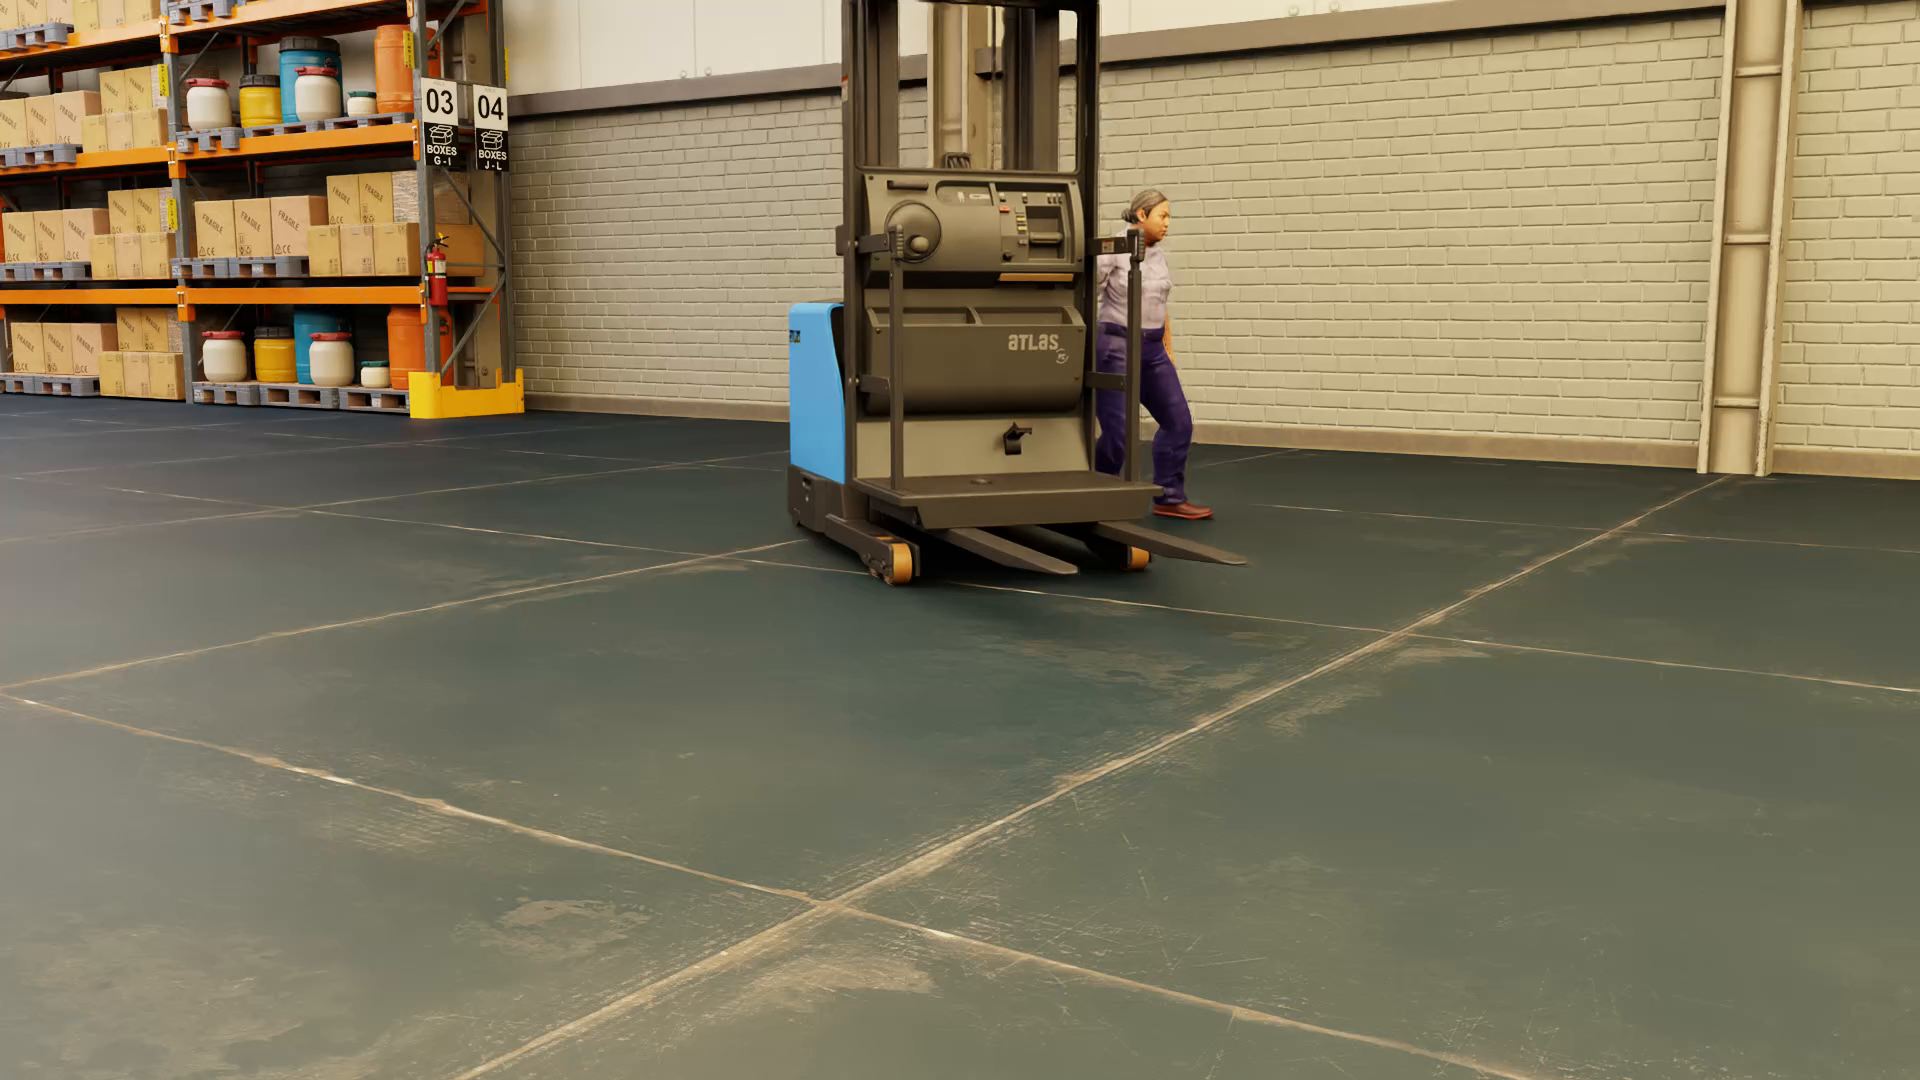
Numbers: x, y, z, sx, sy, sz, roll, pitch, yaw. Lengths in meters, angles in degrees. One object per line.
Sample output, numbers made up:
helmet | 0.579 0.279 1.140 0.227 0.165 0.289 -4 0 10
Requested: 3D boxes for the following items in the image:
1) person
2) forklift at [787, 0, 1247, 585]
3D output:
person | 0.857 -0.884 8.123 0.811 1.623 0.379 -7 11 -40
forklift | 0.138 -1.342 6.628 1.130 2.935 3.031 -3 9 -19
